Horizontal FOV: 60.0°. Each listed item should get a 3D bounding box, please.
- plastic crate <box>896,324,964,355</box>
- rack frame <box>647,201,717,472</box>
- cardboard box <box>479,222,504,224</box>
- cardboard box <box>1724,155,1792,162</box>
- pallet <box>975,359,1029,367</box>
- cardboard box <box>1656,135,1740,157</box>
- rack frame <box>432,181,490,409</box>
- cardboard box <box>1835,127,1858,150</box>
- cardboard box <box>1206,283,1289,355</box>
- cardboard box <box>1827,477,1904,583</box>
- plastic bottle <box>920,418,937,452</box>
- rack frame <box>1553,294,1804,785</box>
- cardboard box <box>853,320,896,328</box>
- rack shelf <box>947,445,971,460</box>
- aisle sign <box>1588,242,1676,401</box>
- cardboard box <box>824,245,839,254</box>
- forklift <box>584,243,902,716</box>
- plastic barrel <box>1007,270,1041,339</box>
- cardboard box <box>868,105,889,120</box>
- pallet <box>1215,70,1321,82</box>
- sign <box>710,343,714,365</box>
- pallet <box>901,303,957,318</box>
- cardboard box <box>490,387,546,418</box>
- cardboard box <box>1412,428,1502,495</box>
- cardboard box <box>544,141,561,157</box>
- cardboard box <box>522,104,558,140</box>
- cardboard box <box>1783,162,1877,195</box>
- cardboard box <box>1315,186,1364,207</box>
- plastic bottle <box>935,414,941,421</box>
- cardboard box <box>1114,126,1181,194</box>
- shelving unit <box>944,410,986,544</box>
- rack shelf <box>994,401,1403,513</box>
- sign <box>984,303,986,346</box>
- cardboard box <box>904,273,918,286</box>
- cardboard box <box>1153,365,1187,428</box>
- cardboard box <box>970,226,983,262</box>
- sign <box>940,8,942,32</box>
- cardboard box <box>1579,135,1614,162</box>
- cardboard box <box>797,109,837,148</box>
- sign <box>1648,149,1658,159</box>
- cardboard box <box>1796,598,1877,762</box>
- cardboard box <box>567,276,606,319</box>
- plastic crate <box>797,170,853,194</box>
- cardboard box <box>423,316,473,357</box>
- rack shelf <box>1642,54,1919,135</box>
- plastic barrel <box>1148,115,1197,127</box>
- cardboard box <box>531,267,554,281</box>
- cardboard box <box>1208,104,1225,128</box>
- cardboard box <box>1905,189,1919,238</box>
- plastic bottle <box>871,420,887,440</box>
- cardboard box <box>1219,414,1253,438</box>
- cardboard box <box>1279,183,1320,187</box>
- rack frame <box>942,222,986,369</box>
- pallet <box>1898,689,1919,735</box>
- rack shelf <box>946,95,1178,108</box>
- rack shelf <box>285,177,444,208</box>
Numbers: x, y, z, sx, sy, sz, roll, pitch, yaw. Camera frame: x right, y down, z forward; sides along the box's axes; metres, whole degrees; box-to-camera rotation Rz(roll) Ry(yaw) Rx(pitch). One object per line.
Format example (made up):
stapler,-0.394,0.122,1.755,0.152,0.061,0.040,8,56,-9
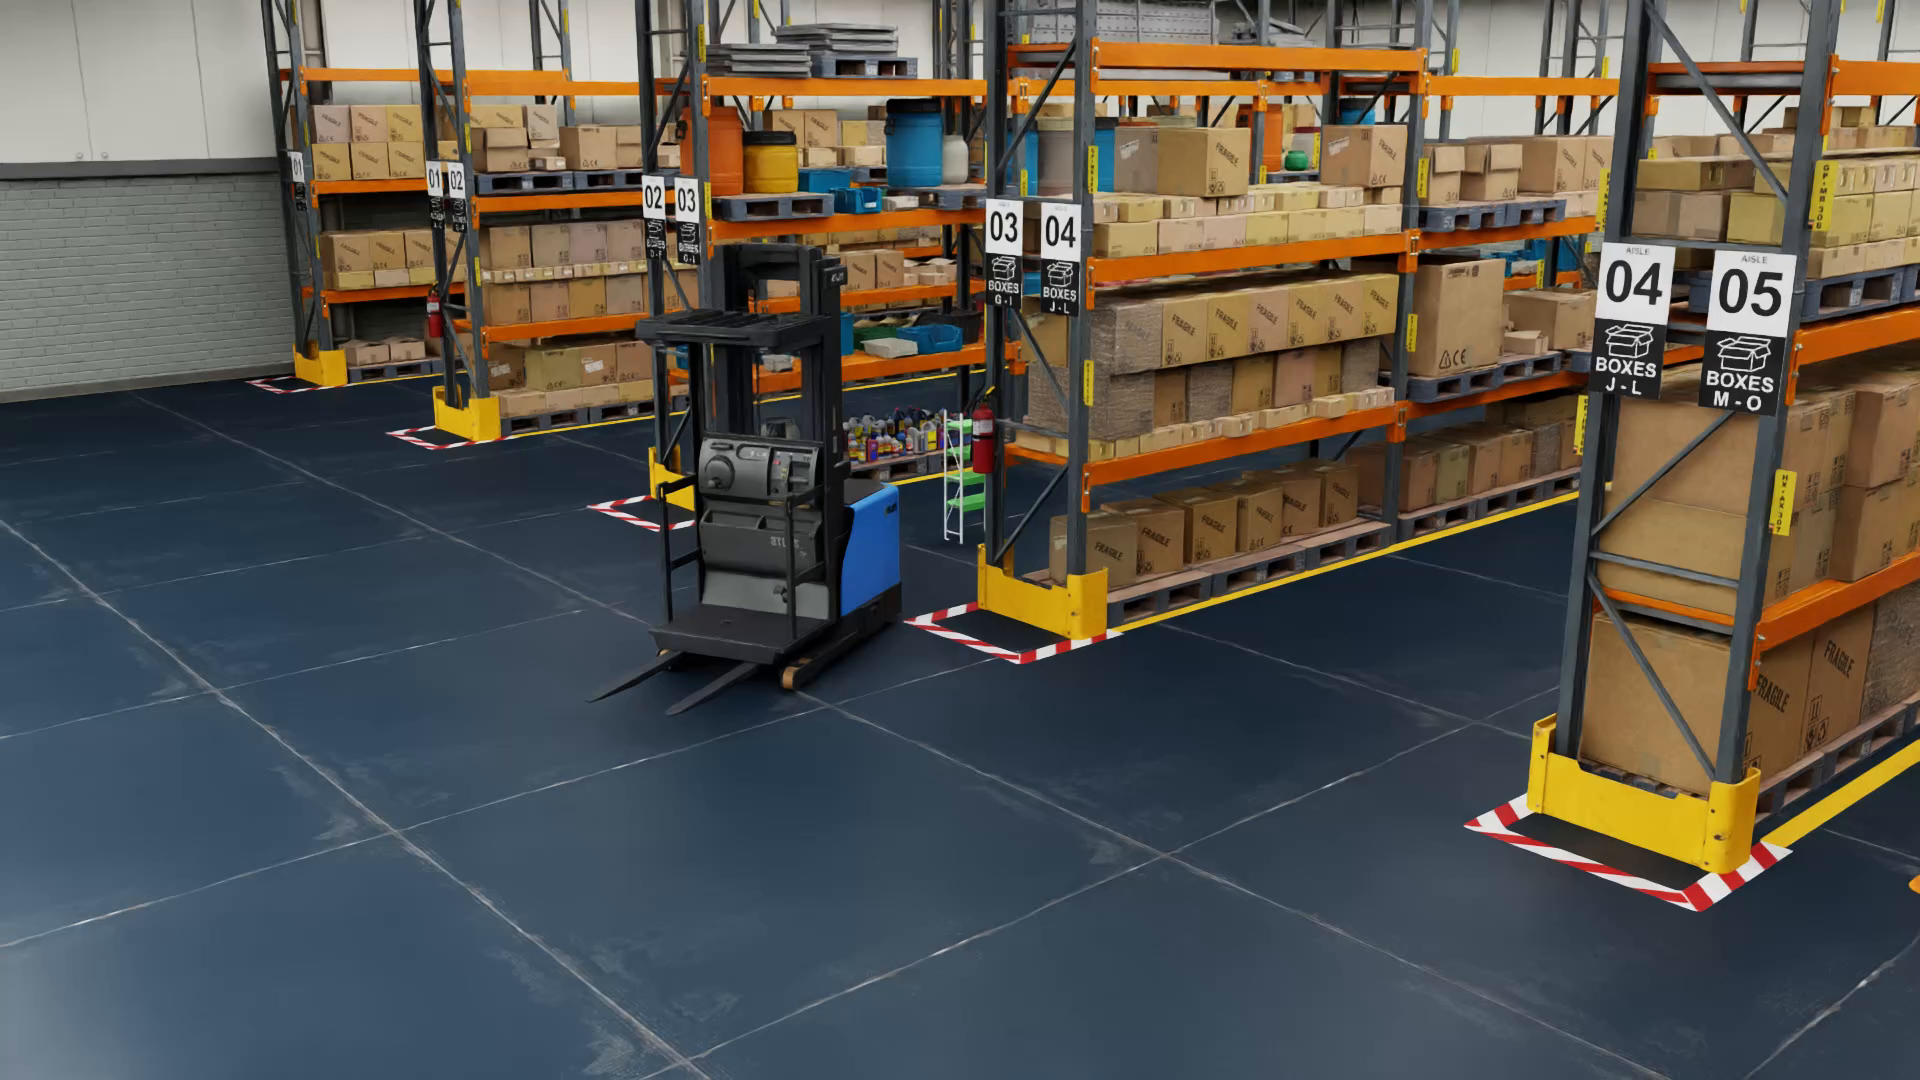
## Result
plastic crate,-0.321,-2.152,17.782,0.616,0.251,0.499,-13,19,-39
rack frame,-2.682,-1.787,16.126,0.127,3.000,1.000,-13,19,-39
cardboard box,-7.052,-4.567,25.332,0.500,0.500,0.500,-13,20,-40
cardboard box,4.547,-2.099,9.416,0.250,0.149,0.380,-13,19,-39
pallet,0.693,-2.879,25.618,1.213,0.211,1.003,-13,19,-39
cardboard box,8.132,-4.230,18.447,0.637,0.503,0.797,-13,20,-40
rack frame,-5.930,-2.752,19.739,0.127,3.000,1.000,-13,19,-39
cardboard box,10.582,-4.838,20.538,0.500,0.500,0.700,-11,19,-37
cardboard box,2.295,-1.792,13.438,0.500,0.500,0.500,-13,19,-39
cardboard box,4.905,-0.152,9.715,0.550,0.550,0.875,-13,19,-39
plastic bottle,-0.349,-1.145,18.003,0.185,0.351,0.144,-13,20,-40
rack frame,3.749,0.160,8.837,0.127,3.000,1.000,-13,19,-39
cardboard box,-1.260,-3.044,24.261,0.500,0.311,0.500,-13,20,-41
rack shelf,0.125,-0.778,15.155,0.480,0.148,0.258,-13,19,-39
aisle sign,3.499,-1.142,8.676,0.004,0.787,0.394,-13,19,-39
cardboard box,-2.298,-5.039,28.751,0.250,0.149,0.380,-12,19,-38
forklift,-1.494,-0.508,11.472,1.130,2.935,3.031,6,16,22
plastic barrel,0.826,-2.713,18.623,0.708,0.901,0.600,-13,19,-39
cardboard box,-1.289,-7.601,29.580,0.500,0.250,0.500,-13,20,-41
pallet,3.918,-5.872,20.937,1.003,0.211,1.213,-13,19,-39
sign,-2.324,-1.813,15.687,0.005,0.325,0.100,-13,19,-39
pallet,-0.665,-4.256,30.773,1.213,0.211,1.003,-13,19,-39
cardboard box,-5.380,-1.674,20.217,0.500,0.250,0.500,-13,19,-39
cardboard box,4.859,-0.777,16.337,0.700,0.500,0.500,14,20,42
cardboard box,-4.815,-4.769,20.566,0.500,0.311,0.500,-10,18,-33
cardboard box,-6.367,-6.246,24.837,0.500,0.500,0.500,14,20,42
cardboard box,4.400,-1.841,8.451,0.250,0.149,0.380,-13,19,-39
cardboard box,3.138,-2.871,13.892,0.250,0.149,0.380,-14,20,-42
plastic bottle,-0.269,-1.339,19.020,0.097,0.201,0.097,0,15,0
cardboard box,1.573,-3.017,13.181,0.500,0.500,0.500,-13,19,-39
shelving unit,0.125,-0.608,15.200,0.503,1.200,0.258,-13,19,-39
rack shelf,2.078,-0.814,13.878,4.000,0.370,1.077,-13,19,-39
sign,0.220,-1.646,12.743,0.005,0.325,0.100,-13,19,-39
cardboard box,-0.820,-3.758,23.995,0.250,0.149,0.380,-11,18,-35
cardboard box,1.301,-1.210,13.198,0.500,0.500,0.875,-13,19,-39
cardboard box,0.506,-4.487,25.227,0.700,0.500,0.500,8,17,28
sign,-0.259,-7.599,24.297,0.005,0.325,0.100,-13,19,-39
cardboard box,6.409,-3.787,16.641,0.500,0.500,0.500,-12,19,-38
cardboard box,-2.007,-5.569,22.497,0.500,0.500,0.500,-10,18,-34
sign,6.959,-3.771,16.739,0.005,0.325,0.100,-13,19,-39
cardboard box,4.880,0.707,10.095,0.875,0.875,0.875,-13,20,-40
cardboard box,-4.798,-3.049,20.660,0.500,0.500,0.700,-12,19,-39
plastic crate,-1.441,-3.610,17.170,0.575,0.384,0.392,-13,19,-39
cardboard box,-7.588,-3.031,24.776,0.500,0.500,0.700,-14,21,-43
rack shelf,5.258,-2.536,9.476,4.000,0.370,1.077,-13,19,-39
plastic barrel,2.591,-4.736,20.385,0.600,0.901,0.600,0,15,0
cardboard box,-5.106,-3.225,20.061,0.250,0.149,0.380,-13,19,-39
cardboard box,3.934,-6.912,27.370,0.500,0.500,0.700,-13,19,-39
cardboard box,5.044,-1.815,9.126,0.500,0.250,0.500,-13,20,-40
plastic bottle,-0.892,-1.176,18.267,0.135,0.276,0.152,-13,19,-39
cardboard box,2.136,-0.938,13.436,0.250,0.149,0.380,-13,19,-39
cardboard box,2.984,-3.016,14.434,0.250,0.149,0.380,-14,20,-42
rack frame,0.105,-4.107,24.812,0.127,3.000,1.000,-13,19,-39
pallet,6.142,0.944,11.309,1.213,0.211,1.003,-13,19,-39
rack shelf,1.613,-6.803,25.451,4.000,0.370,1.077,-13,19,-39
rack shelf,-7.676,-5.156,24.321,4.000,0.370,1.077,-13,19,-39
